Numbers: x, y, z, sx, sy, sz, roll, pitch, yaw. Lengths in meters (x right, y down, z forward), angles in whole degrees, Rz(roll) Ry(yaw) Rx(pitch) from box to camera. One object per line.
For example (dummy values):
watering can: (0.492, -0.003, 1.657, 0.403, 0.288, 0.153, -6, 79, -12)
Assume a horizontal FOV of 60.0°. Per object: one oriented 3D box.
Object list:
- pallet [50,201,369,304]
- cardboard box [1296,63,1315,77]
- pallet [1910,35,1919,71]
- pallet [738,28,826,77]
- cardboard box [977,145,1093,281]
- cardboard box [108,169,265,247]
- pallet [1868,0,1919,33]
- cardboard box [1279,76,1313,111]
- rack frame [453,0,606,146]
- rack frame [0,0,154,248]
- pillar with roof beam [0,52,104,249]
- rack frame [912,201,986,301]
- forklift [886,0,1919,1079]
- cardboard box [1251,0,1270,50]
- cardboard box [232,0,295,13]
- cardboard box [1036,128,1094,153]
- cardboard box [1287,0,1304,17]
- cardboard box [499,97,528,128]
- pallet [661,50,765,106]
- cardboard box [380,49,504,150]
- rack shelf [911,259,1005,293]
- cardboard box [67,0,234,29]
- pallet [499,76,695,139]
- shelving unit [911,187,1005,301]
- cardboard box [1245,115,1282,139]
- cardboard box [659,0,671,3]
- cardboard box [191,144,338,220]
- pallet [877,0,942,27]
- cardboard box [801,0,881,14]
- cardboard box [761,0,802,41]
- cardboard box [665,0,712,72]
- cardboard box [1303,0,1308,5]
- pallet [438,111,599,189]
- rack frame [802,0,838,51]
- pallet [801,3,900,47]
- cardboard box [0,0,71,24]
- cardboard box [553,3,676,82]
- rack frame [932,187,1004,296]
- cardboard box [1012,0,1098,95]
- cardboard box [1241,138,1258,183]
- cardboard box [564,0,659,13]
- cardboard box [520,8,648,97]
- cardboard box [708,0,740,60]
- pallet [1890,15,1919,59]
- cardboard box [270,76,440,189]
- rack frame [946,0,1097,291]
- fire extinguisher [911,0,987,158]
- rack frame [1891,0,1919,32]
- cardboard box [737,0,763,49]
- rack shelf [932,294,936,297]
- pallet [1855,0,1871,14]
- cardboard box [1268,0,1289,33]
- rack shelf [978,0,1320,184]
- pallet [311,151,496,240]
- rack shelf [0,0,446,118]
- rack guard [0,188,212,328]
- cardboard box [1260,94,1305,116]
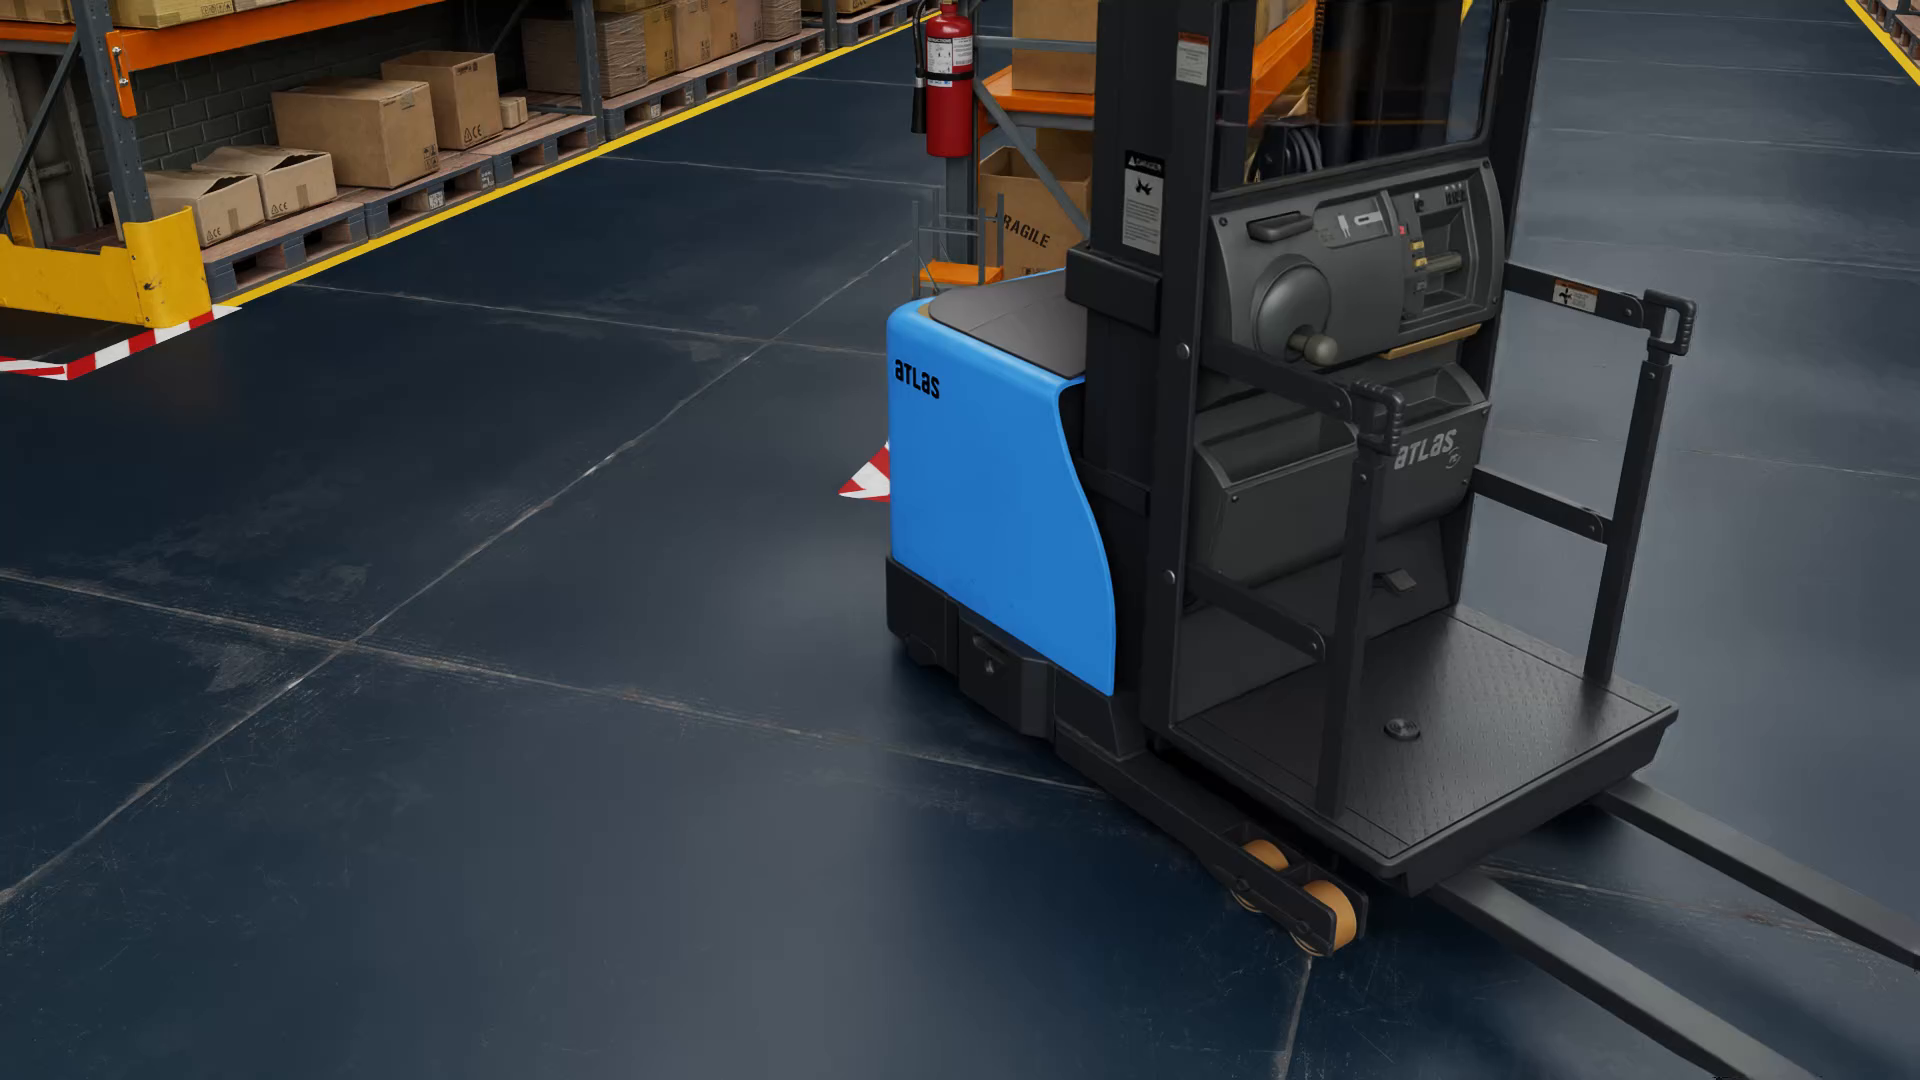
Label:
pallet: (-3.906, -1.563, 8.736, 1.003, 0.211, 1.213, 9, 27, 17)
cardboard box: (1.644, -2.248, 8.764, 0.500, 0.500, 0.500, 9, 27, 17)
pallet: (8.401, -3.884, 13.529, 1.003, 0.211, 1.213, 9, 27, 17)
pallet: (-1.834, -4.170, 14.120, 1.003, 0.211, 1.213, 9, 27, 17)
cardboard box: (0.336, -1.294, 6.793, 0.500, 0.500, 0.500, 9, 27, 17)
cardboard box: (-3.919, -1.717, 8.435, 0.500, 0.311, 0.500, 6, 26, 12)
pallet: (9.309, -5.005, 15.846, 1.003, 0.211, 1.213, 9, 27, 17)
cardboard box: (1.481, -2.042, 8.338, 0.500, 0.500, 0.500, 9, 27, 17)
rack frame: (-2.903, -4.102, 10.780, 1.000, 3.000, 0.127, 9, 27, 17)
rack frame: (-4.235, -2.458, 7.385, 1.000, 3.000, 0.127, 9, 27, 17)
pillar with roof beam: (-0.758, -4.947, 5.641, 9.100, 9.000, 0.400, 9, 27, 17)
rack frame: (-0.035, -0.496, 5.399, 0.240, 1.200, 0.006, 9, 27, 17)
forklift: (1.057, -0.615, 3.656, 1.130, 2.935, 3.031, -18, 31, -32)
cardboard box: (0.946, -2.396, 7.142, 0.700, 0.500, 0.500, 9, 27, 18)
cardboard box: (-3.613, -2.770, 8.177, 0.500, 0.250, 0.500, 8, 27, 16)
cardboard box: (0.655, -1.707, 7.646, 0.500, 0.500, 0.500, 9, 27, 17)
cardboard box: (1.287, -2.823, 8.025, 0.700, 0.500, 0.500, 9, 27, 18)
cardboard box: (-3.053, -2.800, 10.838, 0.380, 0.166, 0.250, 5, 26, 11)
pallet: (-2.241, -3.670, 13.088, 1.003, 0.211, 1.213, 9, 27, 17)
cardboard box: (-3.211, -2.743, 10.336, 0.500, 0.500, 0.500, 7, 27, 14)
rack shelf: (-0.005, -0.818, 5.339, 0.258, 0.103, 0.180, 9, 27, 17)
cardboard box: (-3.773, -2.554, 7.732, 0.500, 0.250, 0.500, 8, 27, 16)
pallet: (-2.646, -3.167, 12.049, 1.003, 0.211, 1.213, 9, 27, 17)
shelving unit: (-0.005, -0.534, 5.476, 0.258, 1.200, 0.189, 9, 27, 17)
cardboard box: (1.145, -1.631, 7.490, 0.500, 0.500, 0.500, 9, 27, 17)
cardboard box: (-2.361, -4.213, 12.512, 0.500, 0.250, 0.500, 8, 27, 16)
cardboard box: (-3.730, -1.951, 8.919, 0.500, 0.311, 0.500, 11, 28, 22)
pallet: (-0.831, -5.303, 16.461, 1.003, 0.211, 1.213, 9, 27, 17)
cardboard box: (-1.204, -5.250, 15.137, 0.750, 0.750, 0.750, 8, 27, 17)
cardboard box: (-1.763, -4.515, 13.997, 0.700, 0.500, 0.500, 9, 27, 18)
cardboard box: (-2.342, -3.903, 12.733, 0.700, 0.500, 0.500, 9, 27, 18)
cardboard box: (1.458, -3.029, 8.449, 0.700, 0.500, 0.500, 8, 27, 17)
pallet: (-3.094, -2.566, 10.807, 1.003, 0.211, 1.213, 9, 27, 17)
rack frame: (-1.572, -5.746, 14.175, 1.000, 3.000, 0.127, 9, 27, 17)
pallet: (-1.239, -4.804, 15.429, 1.003, 0.211, 1.213, 9, 27, 17)
cardboard box: (-4.262, -2.620, 7.868, 0.500, 0.250, 0.500, 9, 27, 18)
cardboard box: (-2.550, -3.699, 12.312, 0.700, 0.500, 0.500, 8, 27, 16)
rack frame: (0.026, -0.572, 5.554, 0.240, 1.200, 0.006, 9, 27, 17)
cardboard box: (0.605, -1.976, 6.275, 0.700, 0.500, 0.500, 9, 27, 17)
cardboard box: (0.991, -1.424, 7.062, 0.500, 0.500, 0.500, 9, 27, 17)
cardboard box: (-2.531, -3.999, 12.070, 0.500, 0.250, 0.500, 8, 27, 16)
cardboard box: (-2.674, -3.480, 11.858, 0.700, 0.500, 0.500, 10, 27, 19)
cardboard box: (-2.183, -4.112, 13.164, 0.700, 0.500, 0.500, 9, 27, 17)
pallet: (8.805, -4.387, 14.568, 1.003, 0.211, 1.213, 9, 27, 17)
cardboard box: (-3.438, -2.331, 9.485, 0.700, 0.500, 0.500, 7, 27, 14)
rack frame: (0.438, -1.741, 5.904, 1.000, 3.000, 0.127, 9, 27, 17)
fire extinguisher: (-0.039, -1.725, 5.960, 0.296, 0.674, 0.183, 9, 27, 17)
rack frame: (9.101, -5.953, 14.603, 1.000, 3.000, 0.127, 9, 27, 17)
cardboard box: (-2.044, -4.320, 13.595, 0.700, 0.500, 0.500, 9, 27, 17)
rack shelf: (-0.005, -0.710, 5.391, 0.258, 0.103, 0.180, 9, 27, 17)
pallet: (9.714, -5.509, 16.885, 1.003, 0.211, 1.213, 9, 27, 17)
cardboard box: (1.118, -2.613, 7.590, 0.700, 0.500, 0.500, 10, 27, 19)
rack shelf: (1.104, -2.239, 7.759, 1.077, 0.370, 4.000, 9, 27, 17)
pallet: (-3.498, -2.063, 9.768, 1.003, 0.211, 1.213, 9, 27, 17)
rack shelf: (-3.569, -2.956, 9.239, 1.077, 0.370, 4.000, 9, 27, 17)
rack guard: (-4.209, -1.364, 7.994, 1.175, 0.500, 0.348, 9, 27, 17)
cardboard box: (1.328, -1.834, 7.909, 0.500, 0.500, 0.500, 9, 27, 17)
